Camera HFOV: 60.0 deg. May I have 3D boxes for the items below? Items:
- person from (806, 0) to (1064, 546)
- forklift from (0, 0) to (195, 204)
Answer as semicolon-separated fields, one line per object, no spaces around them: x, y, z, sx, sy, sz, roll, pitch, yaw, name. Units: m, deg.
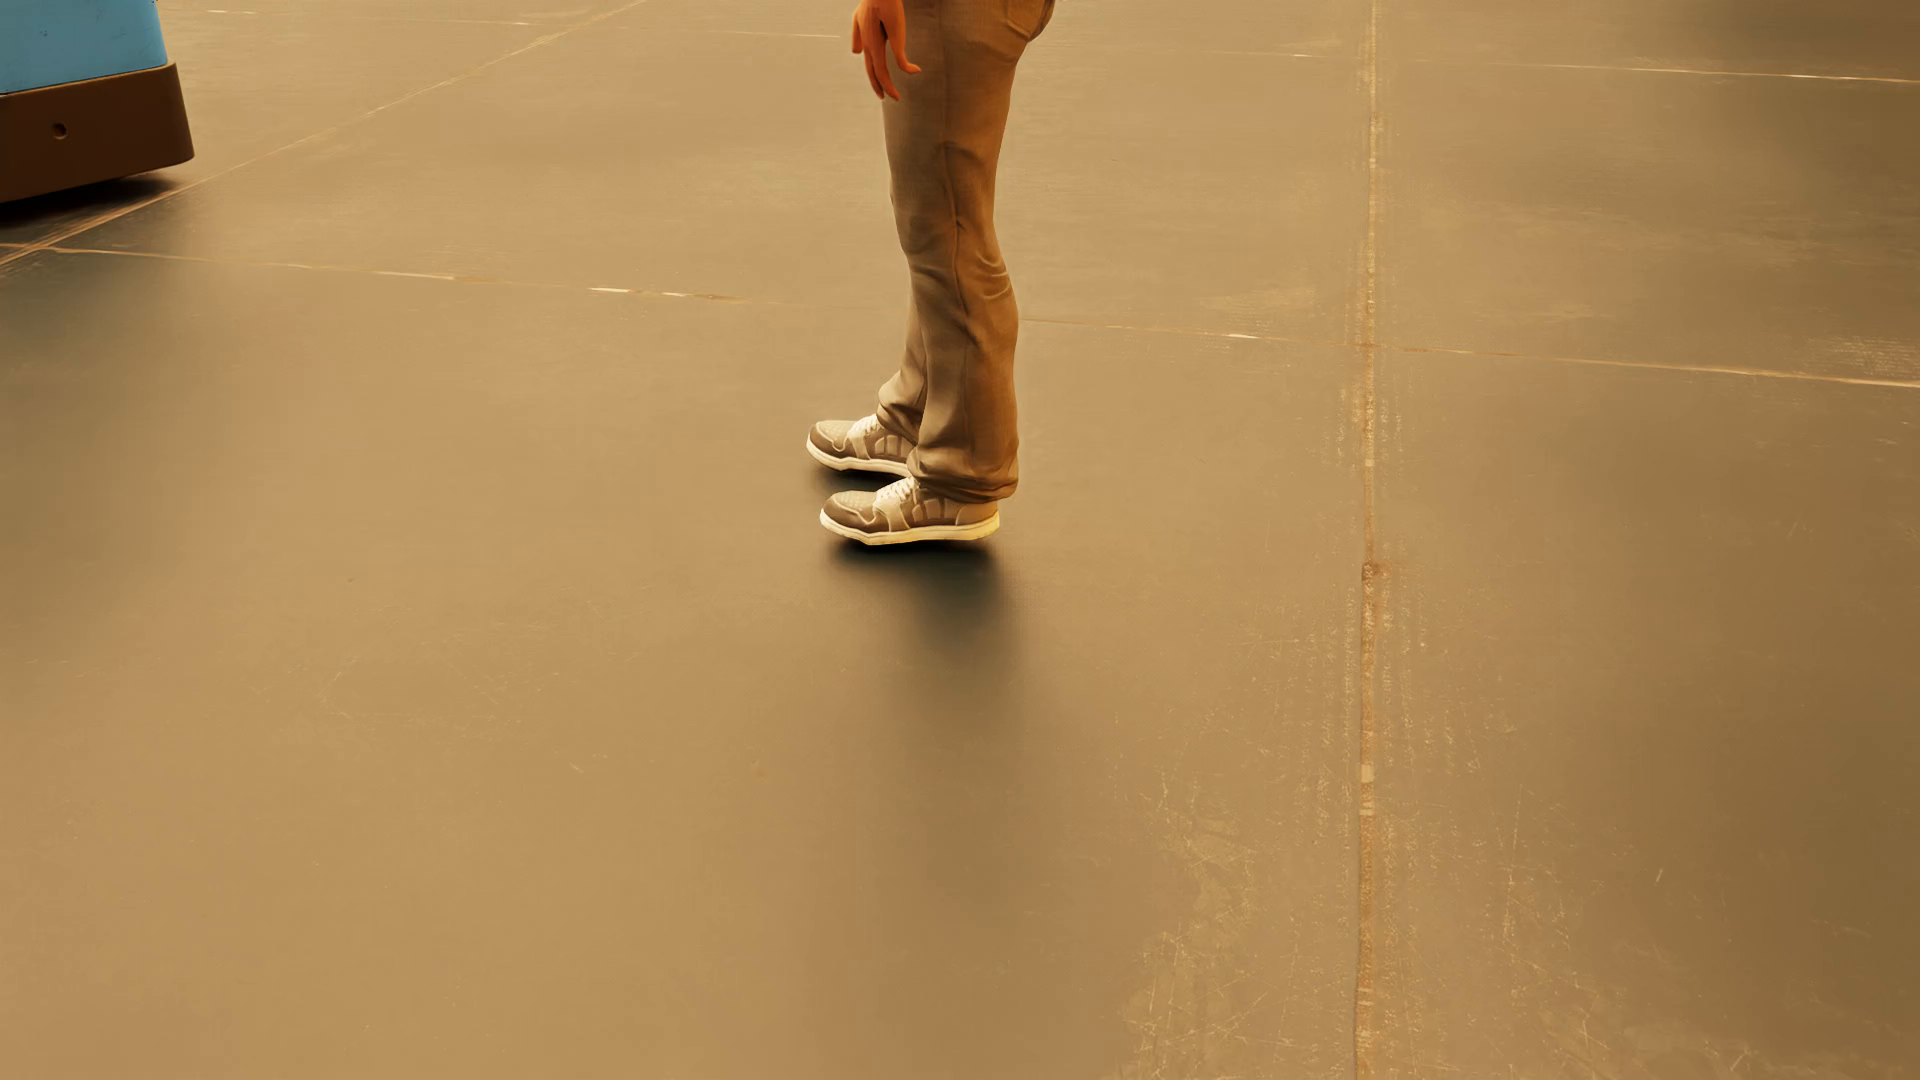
-0.070;-0.732;2.165;0.473;1.595;0.520;6;27;11;person
-3.478;-2.432;4.067;3.031;2.935;1.130;17;32;31;forklift
